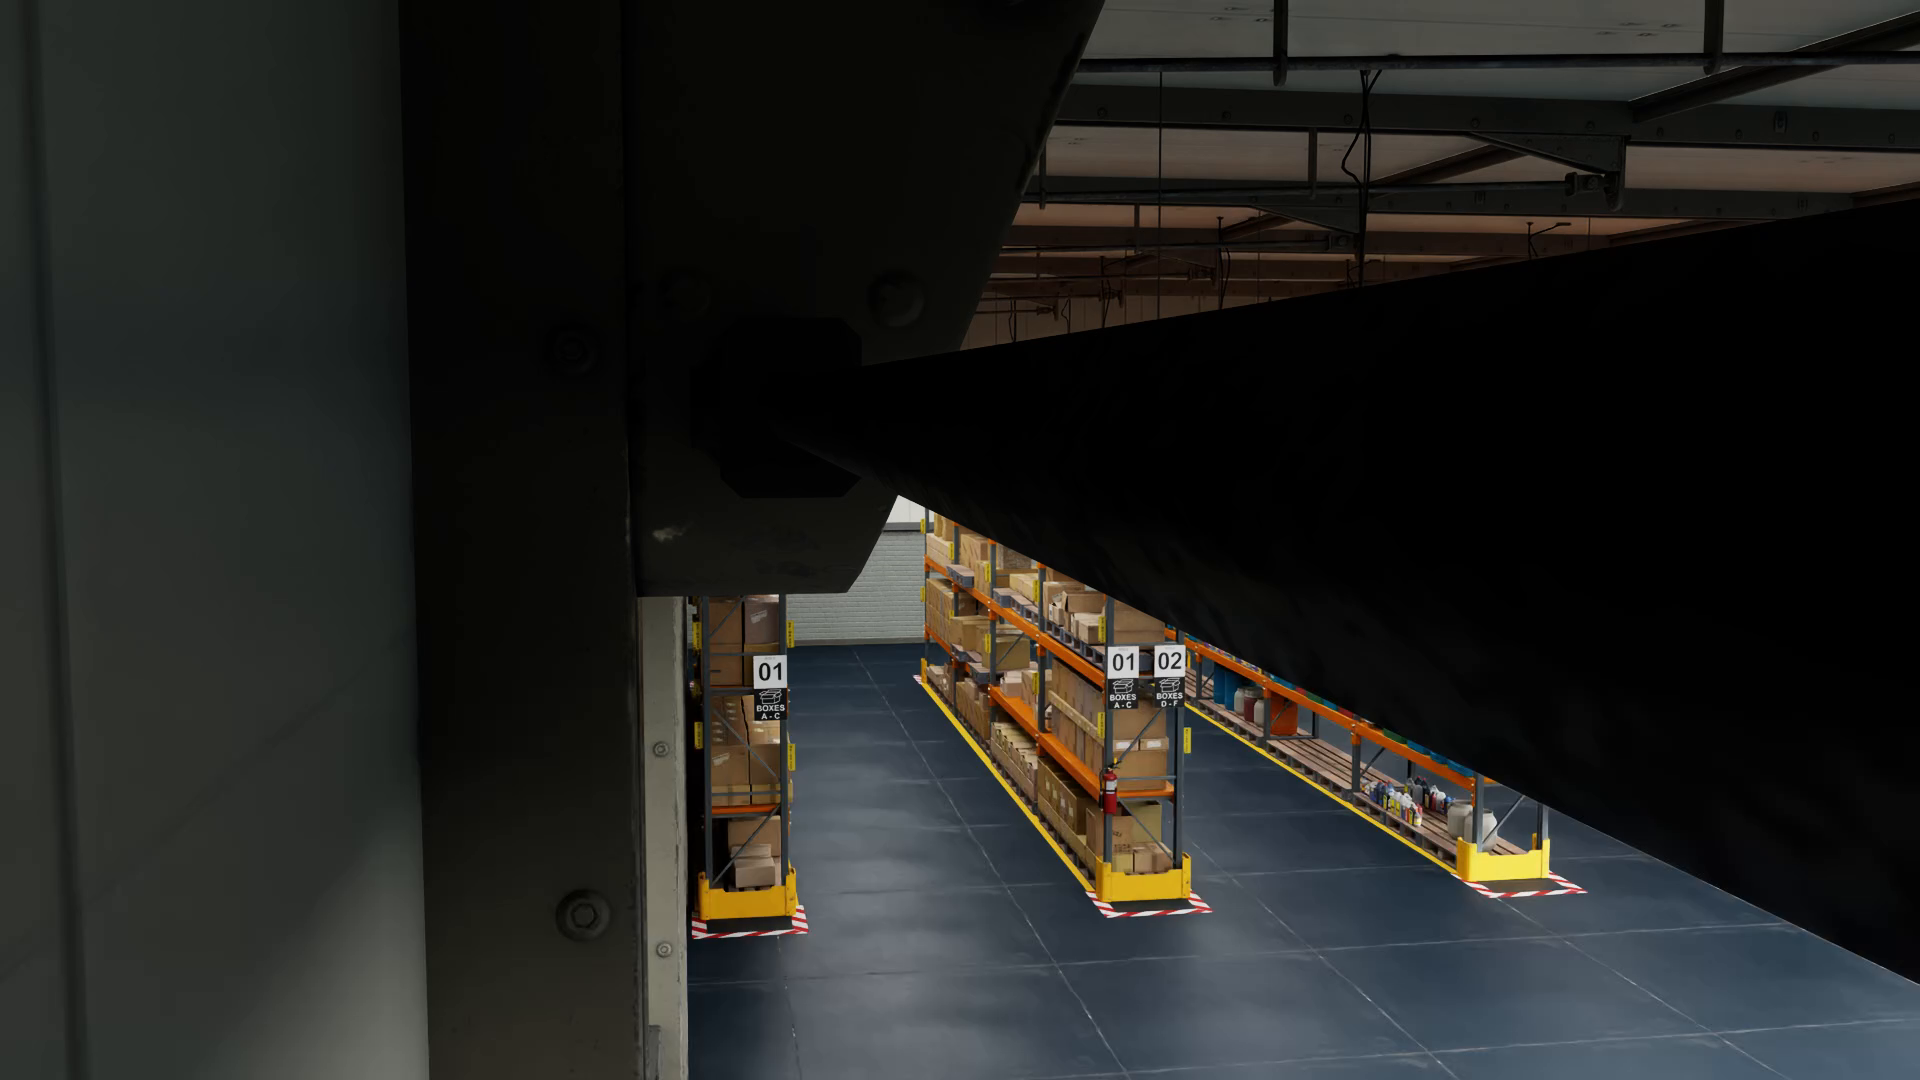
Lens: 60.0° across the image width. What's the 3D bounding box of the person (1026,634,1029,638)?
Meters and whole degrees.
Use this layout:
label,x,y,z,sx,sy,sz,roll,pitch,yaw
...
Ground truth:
label,x,y,z,sx,sy,sz,roll,pitch,yaw
person,1.893,1.931,41.551,0.962,1.472,0.399,2,5,17
